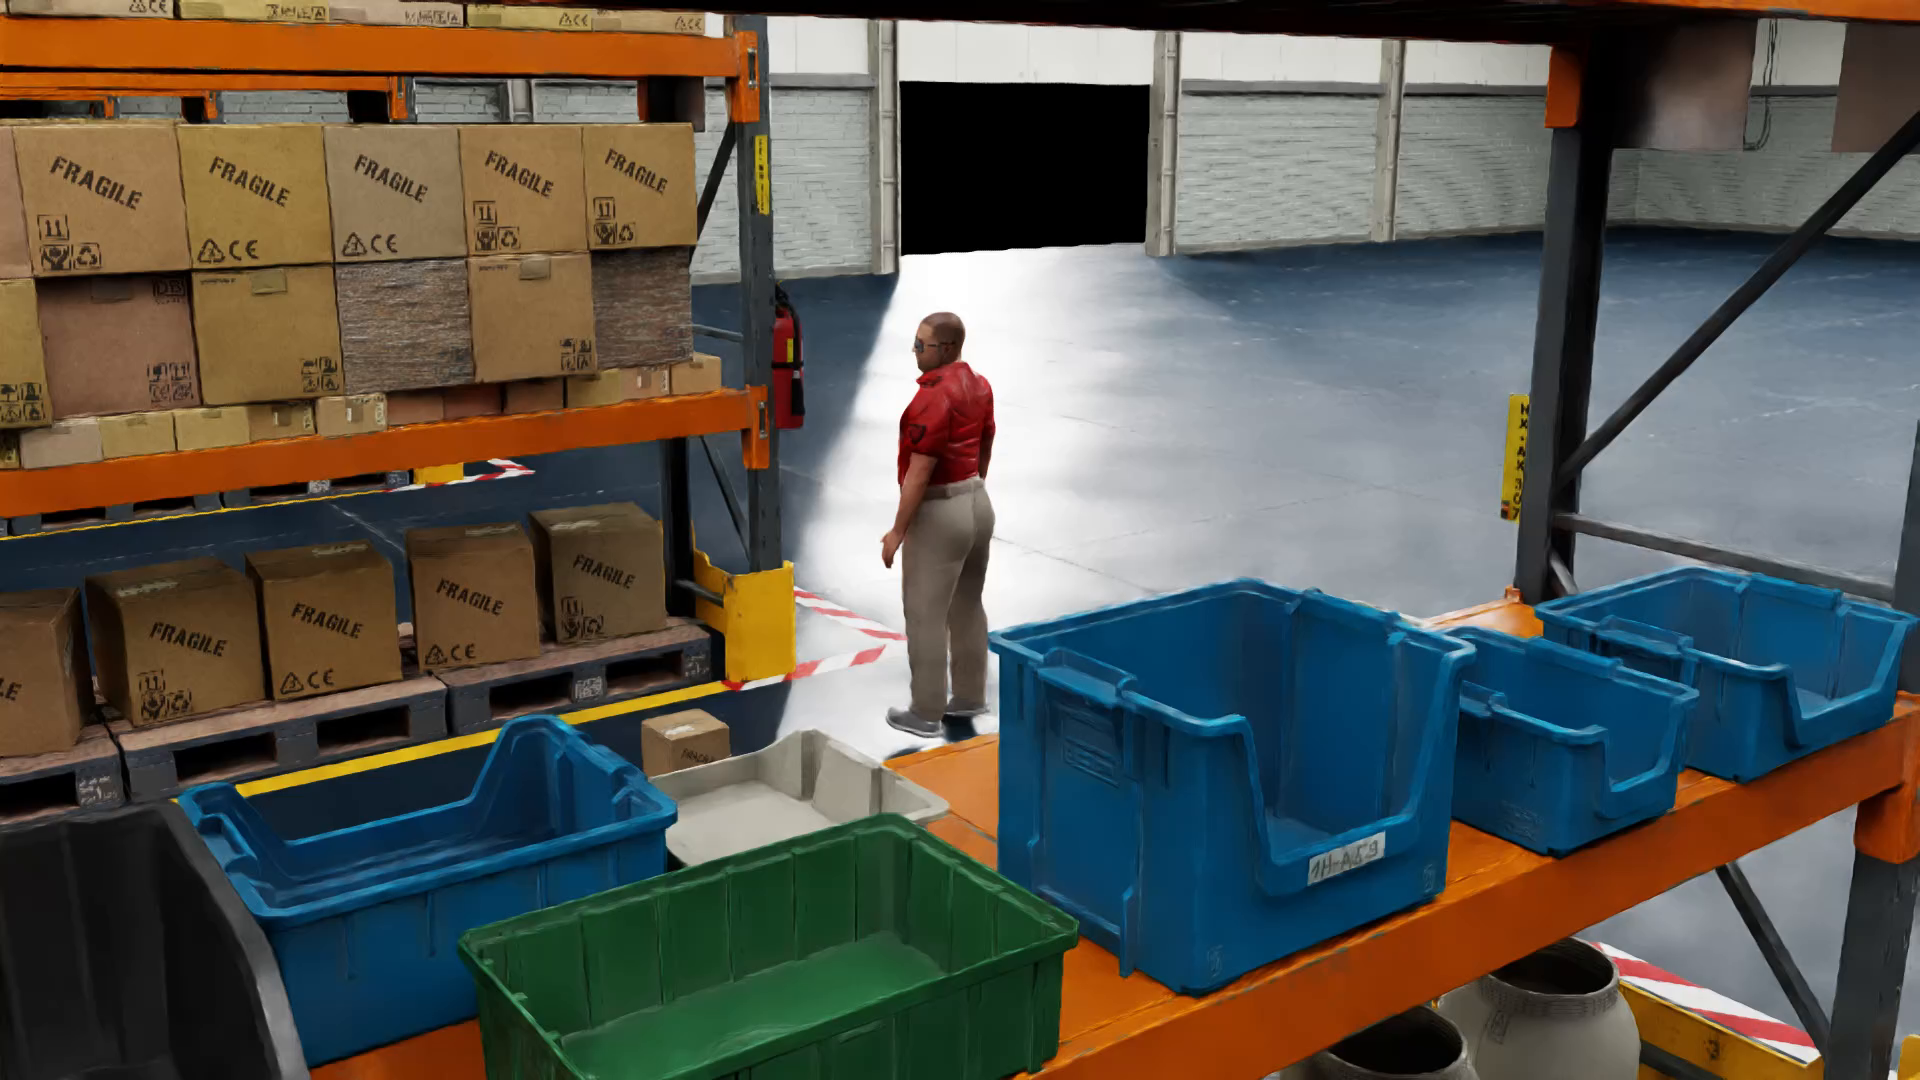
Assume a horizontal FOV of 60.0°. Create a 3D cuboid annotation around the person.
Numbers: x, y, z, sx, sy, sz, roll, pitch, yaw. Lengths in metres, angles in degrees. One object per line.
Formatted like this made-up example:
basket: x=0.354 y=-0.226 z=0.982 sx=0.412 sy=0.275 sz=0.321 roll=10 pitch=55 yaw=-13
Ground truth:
person: x=-0.093 y=-0.043 z=6.741 sx=0.418 sy=1.784 sz=0.582 roll=8 pitch=16 yaw=28
